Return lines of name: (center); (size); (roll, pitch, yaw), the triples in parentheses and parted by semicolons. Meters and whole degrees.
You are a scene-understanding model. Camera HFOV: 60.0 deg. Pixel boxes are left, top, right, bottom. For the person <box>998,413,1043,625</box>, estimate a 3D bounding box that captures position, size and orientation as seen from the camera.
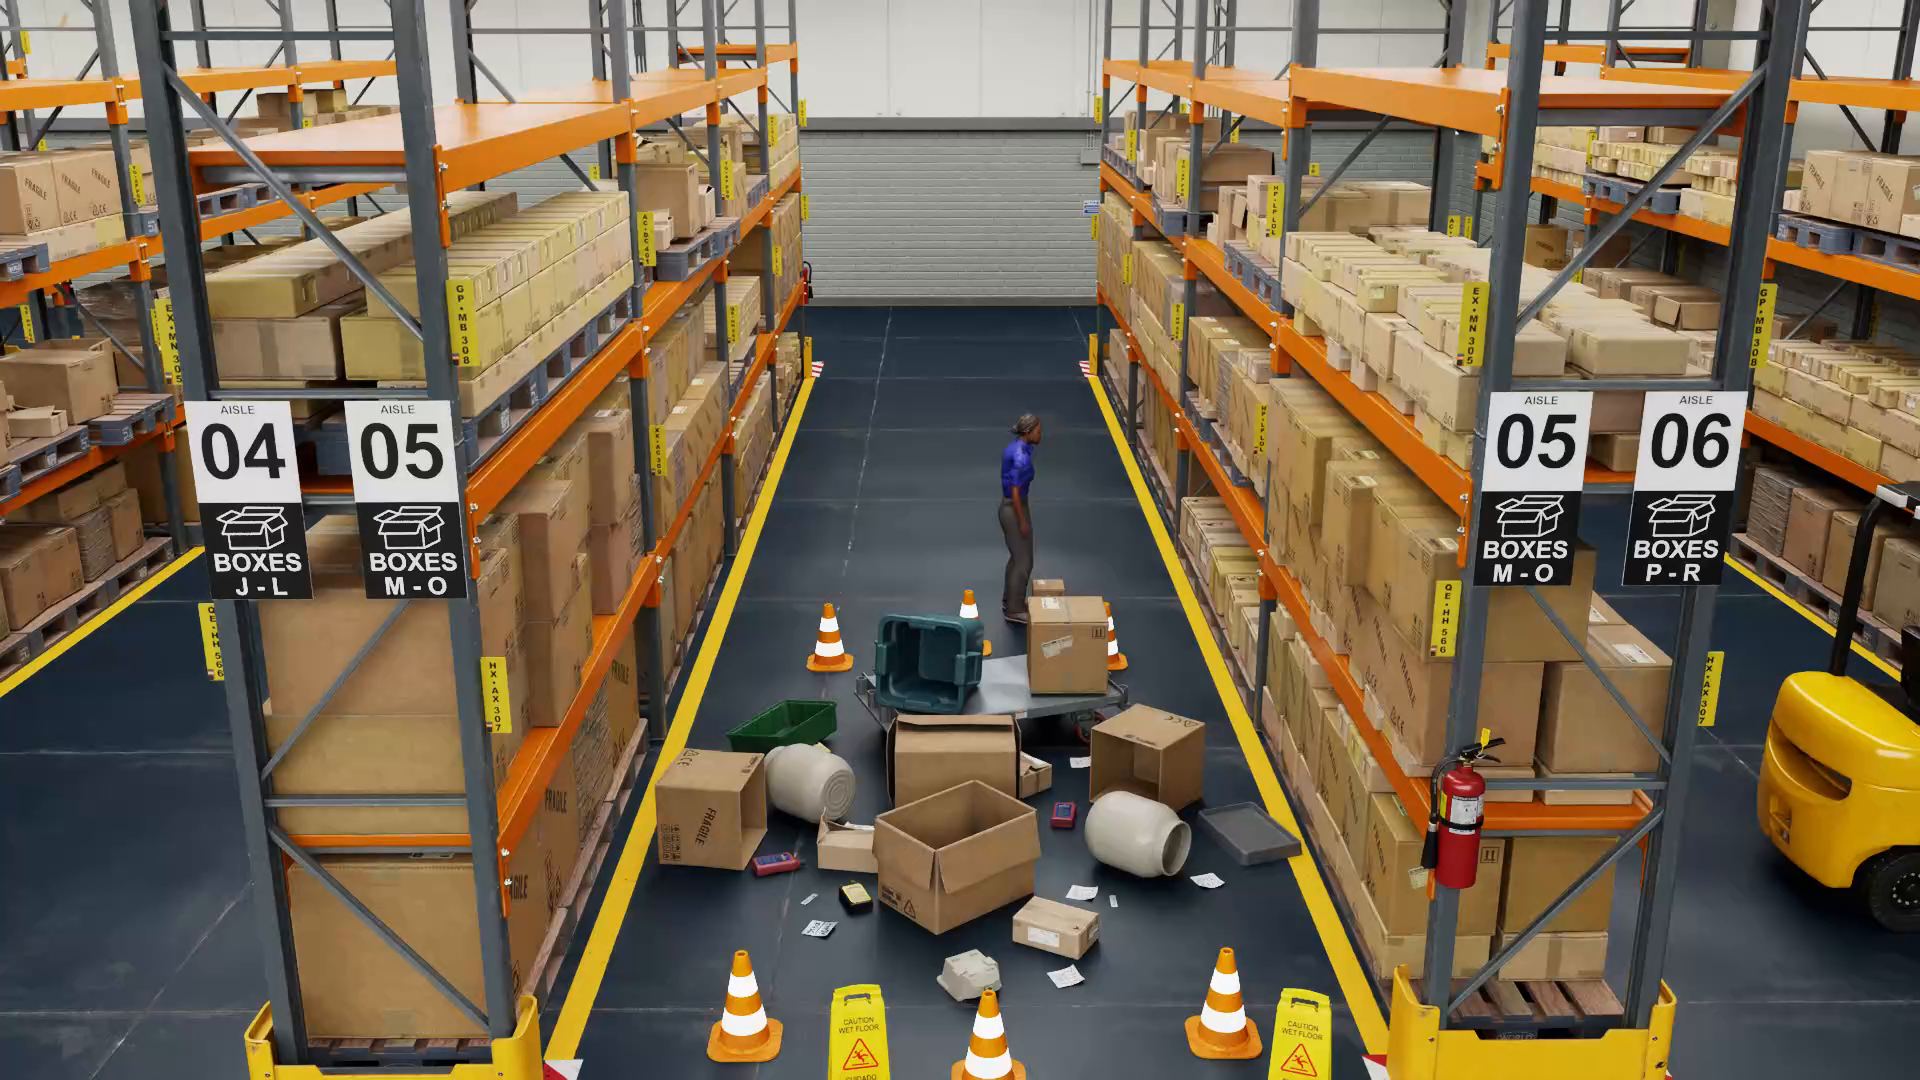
person: (0.476, -0.188, 13.162); (0.349, 1.654, 0.504); (0, 17, -1)
